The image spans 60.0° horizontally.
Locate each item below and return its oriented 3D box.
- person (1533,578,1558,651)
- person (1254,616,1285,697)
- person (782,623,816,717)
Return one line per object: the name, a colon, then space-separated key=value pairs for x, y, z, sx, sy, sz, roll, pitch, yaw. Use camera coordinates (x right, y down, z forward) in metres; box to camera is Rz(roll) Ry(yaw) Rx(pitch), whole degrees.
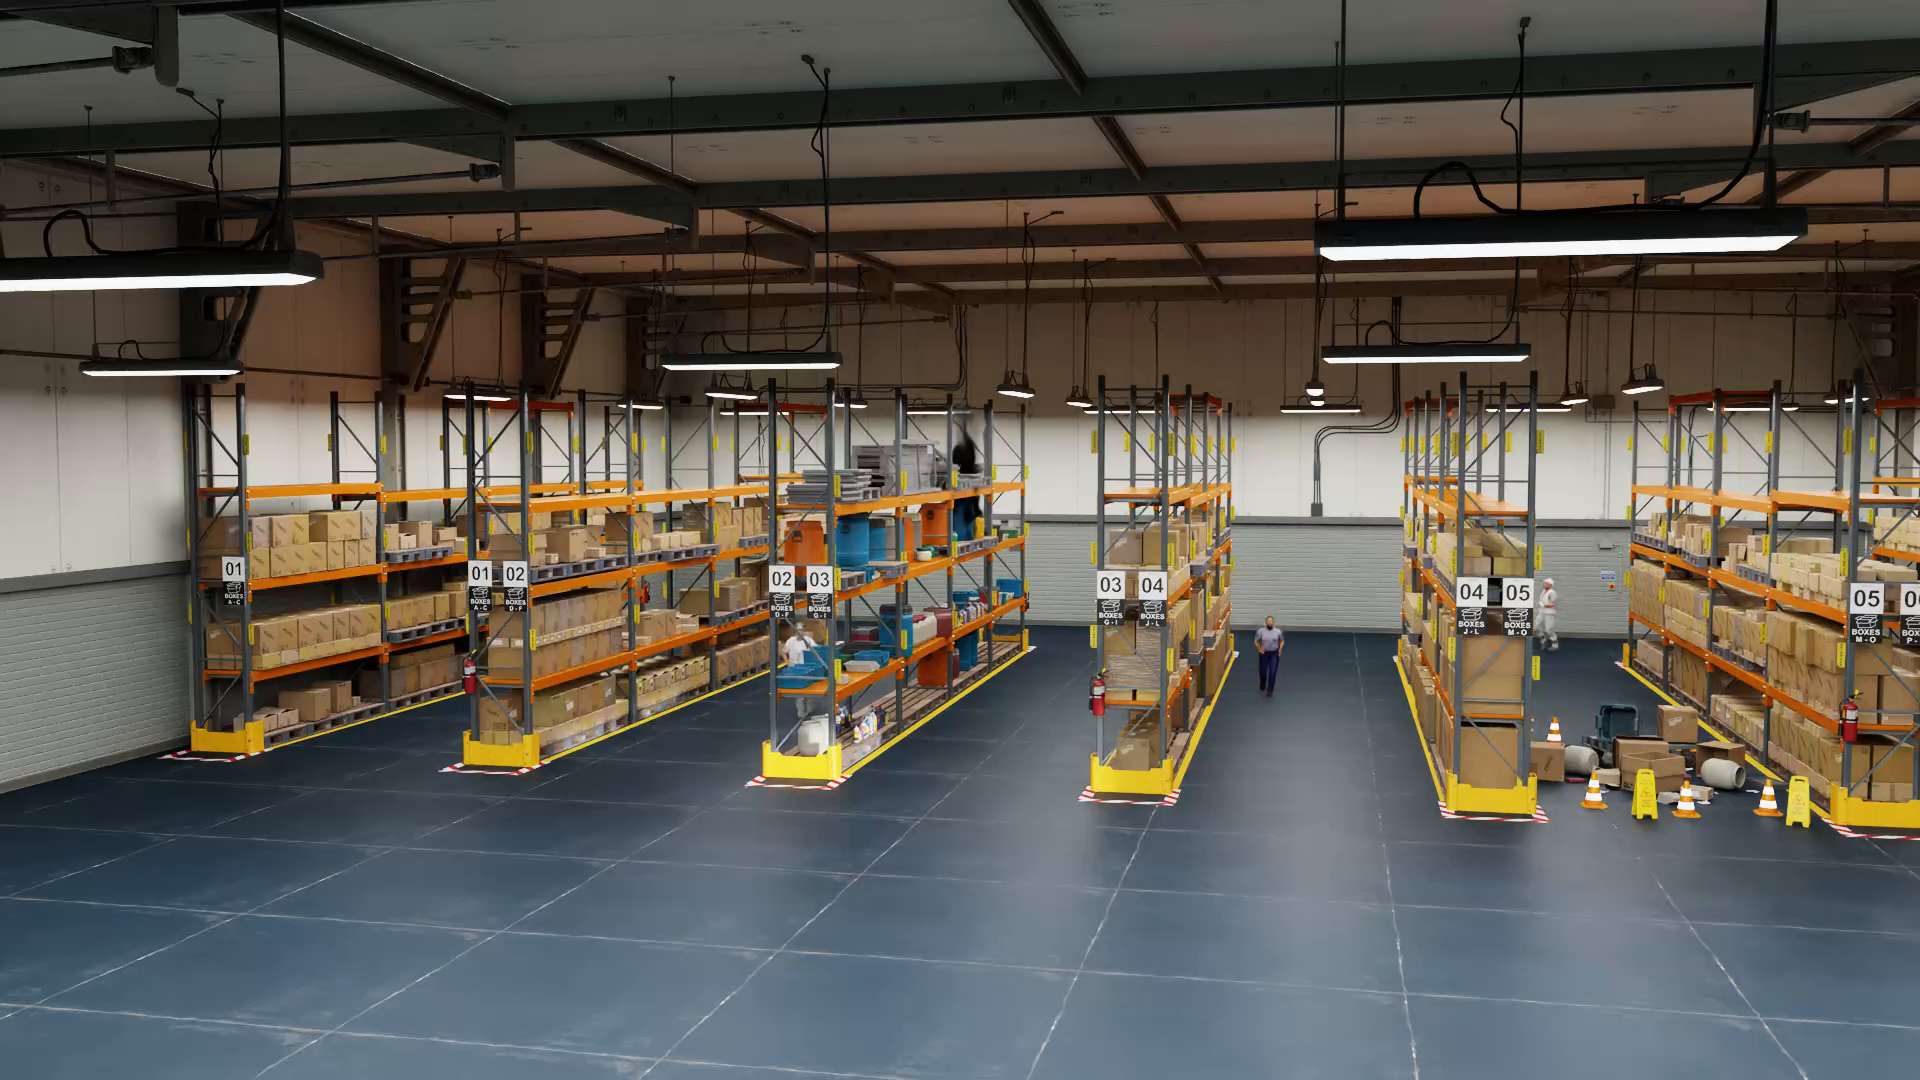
person: x=14.166 y=1.808 z=40.232 sx=0.694 sy=1.778 sz=0.641 roll=-1 pitch=3 yaw=-17
person: x=6.166 y=2.309 z=33.132 sx=0.595 sy=1.601 sz=0.560 roll=0 pitch=3 yaw=8
person: x=-2.955 y=2.386 z=30.551 sx=0.664 sy=1.738 sz=0.554 roll=0 pitch=3 yaw=6
